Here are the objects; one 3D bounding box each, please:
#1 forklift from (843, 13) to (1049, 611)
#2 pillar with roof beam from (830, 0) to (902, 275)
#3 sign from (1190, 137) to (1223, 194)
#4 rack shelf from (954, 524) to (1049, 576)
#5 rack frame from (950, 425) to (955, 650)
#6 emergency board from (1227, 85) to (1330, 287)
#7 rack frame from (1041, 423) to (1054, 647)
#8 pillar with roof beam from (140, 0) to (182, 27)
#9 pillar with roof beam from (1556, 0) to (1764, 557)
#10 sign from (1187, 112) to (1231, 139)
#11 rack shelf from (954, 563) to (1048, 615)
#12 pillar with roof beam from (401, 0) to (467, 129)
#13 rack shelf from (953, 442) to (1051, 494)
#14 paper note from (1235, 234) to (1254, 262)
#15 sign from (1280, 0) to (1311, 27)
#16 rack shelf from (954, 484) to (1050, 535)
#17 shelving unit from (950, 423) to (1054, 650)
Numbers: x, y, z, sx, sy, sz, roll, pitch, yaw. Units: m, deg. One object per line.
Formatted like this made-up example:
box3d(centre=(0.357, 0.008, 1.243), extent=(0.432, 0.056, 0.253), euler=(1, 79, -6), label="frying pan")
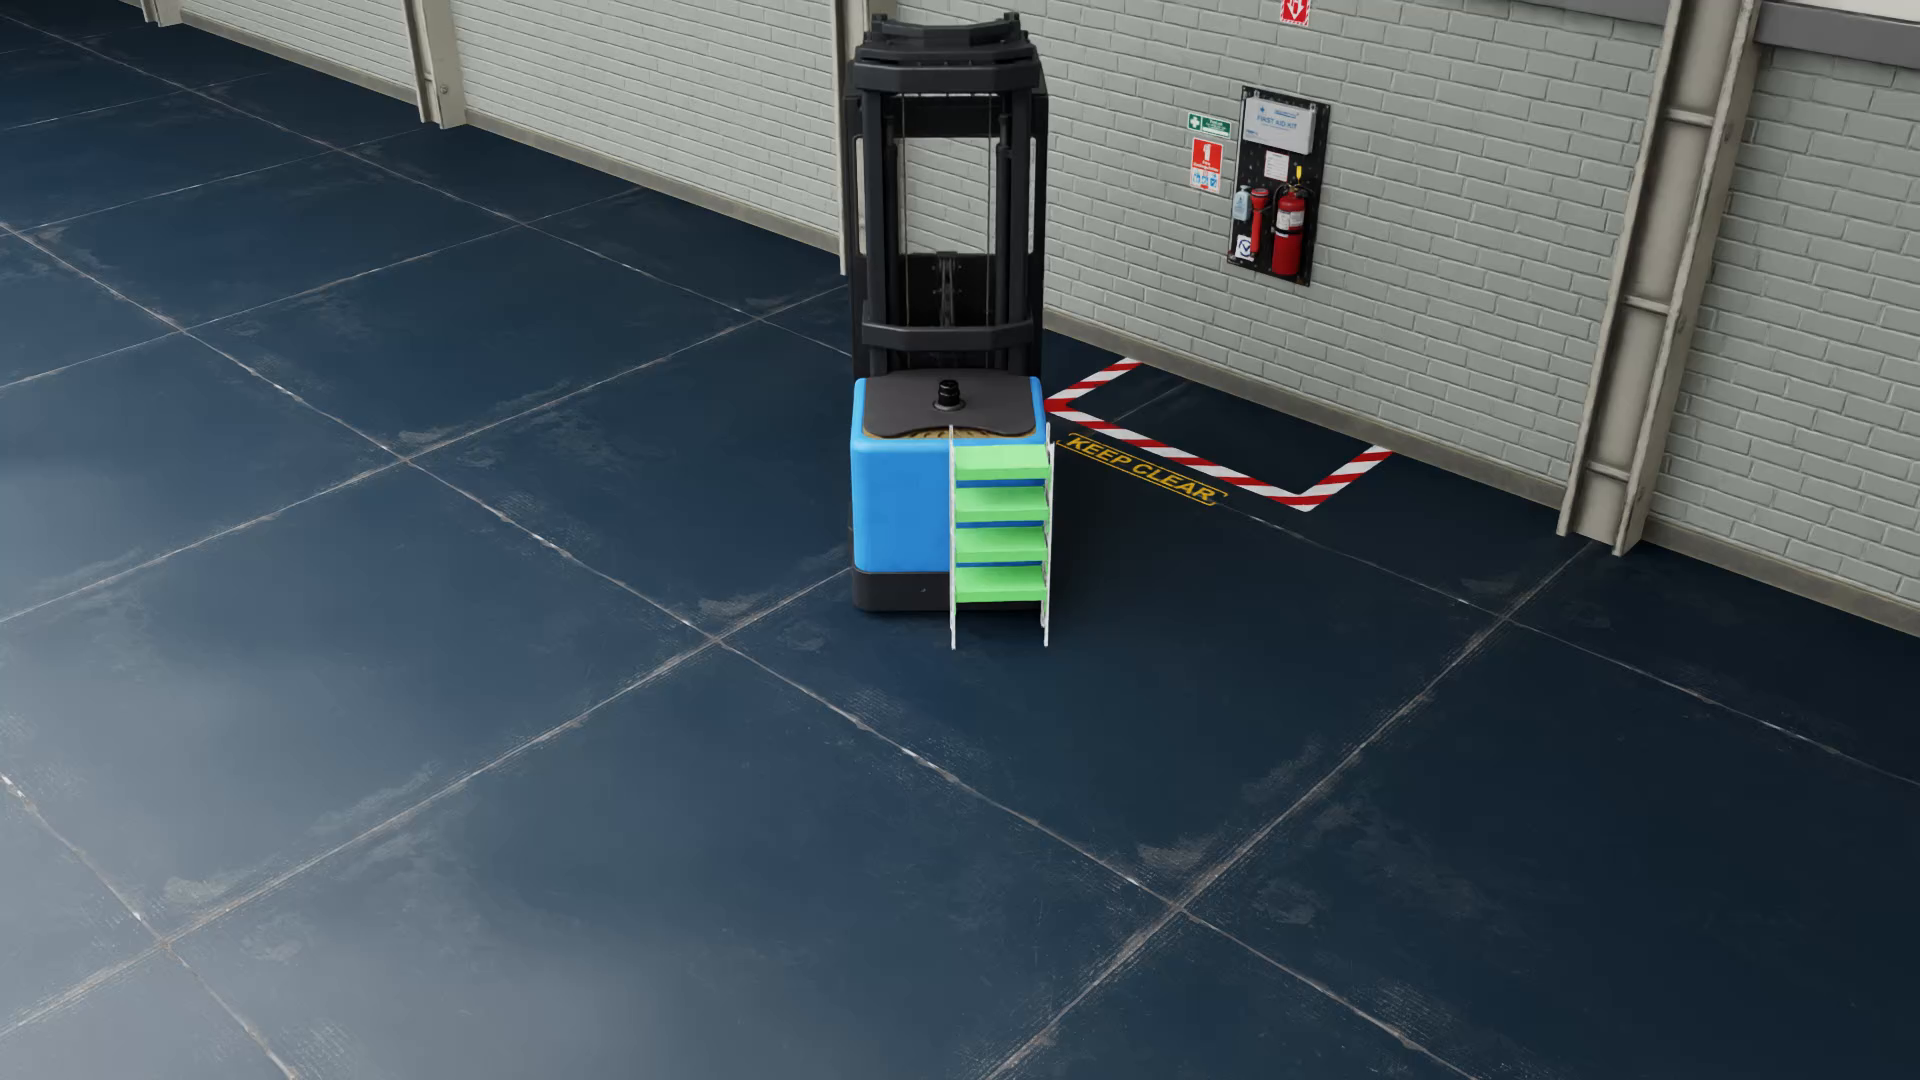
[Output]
box3d(centre=(-0.080, -1.597, 9.505), extent=(1.130, 2.935, 3.031), euler=(-1, 31, -1), label="forklift")
box3d(centre=(-3.593, -4.315, 8.137), extent=(0.400, 9.000, 9.100), euler=(25, 39, 35), label="pillar with roof beam")
box3d(centre=(1.597, -2.430, 10.789), extent=(0.234, 0.329, 0.001), euler=(25, 39, 35), label="sign")
box3d(centre=(0.205, 0.050, 8.572), extent=(0.480, 0.148, 0.258), euler=(-2, 31, -2), label="rack shelf")
box3d(centre=(-0.039, 0.001, 8.529), extent=(0.015, 1.200, 0.240), euler=(-2, 31, -2), label="rack frame")
box3d(centre=(1.938, -2.184, 10.415), extent=(0.643, 1.169, 0.194), euler=(25, 39, 35), label="emergency board")
box3d(centre=(0.449, -0.011, 8.550), extent=(0.015, 1.200, 0.240), euler=(-2, 31, -2), label="rack frame")
box3d(centre=(-12.490, -8.468, 15.036), extent=(0.400, 9.000, 9.100), euler=(25, 39, 35), label="pillar with roof beam")
box3d(centre=(0.856, -2.239, 4.688), extent=(0.400, 9.000, 9.100), euler=(25, 39, 35), label="pillar with roof beam")
box3d(centre=(1.595, -2.653, 10.644), extent=(0.331, 0.109, 0.001), euler=(25, 39, 35), label="sign")
box3d(centre=(0.205, 0.255, 8.696), extent=(0.480, 0.148, 0.258), euler=(-2, 31, -2), label="rack shelf")
box3d(centre=(-8.041, -6.392, 11.587), extent=(0.400, 9.000, 9.100), euler=(25, 39, 35), label="pillar with roof beam")
box3d(centre=(0.205, -0.361, 8.325), extent=(0.480, 0.148, 0.258), euler=(-2, 31, -2), label="rack shelf")
box3d(centre=(1.853, -1.895, 10.788), extent=(0.142, 0.148, 0.016), euler=(25, 39, 35), label="paper note")
box3d(centre=(1.999, -3.218, 9.885), extent=(0.199, 0.298, 0.001), euler=(25, 39, 35), label="sign")
box3d(centre=(0.205, -0.156, 8.449), extent=(0.480, 0.148, 0.258), euler=(-2, 31, -2), label="rack shelf")
box3d(centre=(0.205, -0.005, 8.539), extent=(0.503, 1.200, 0.258), euler=(-2, 31, -2), label="shelving unit")
